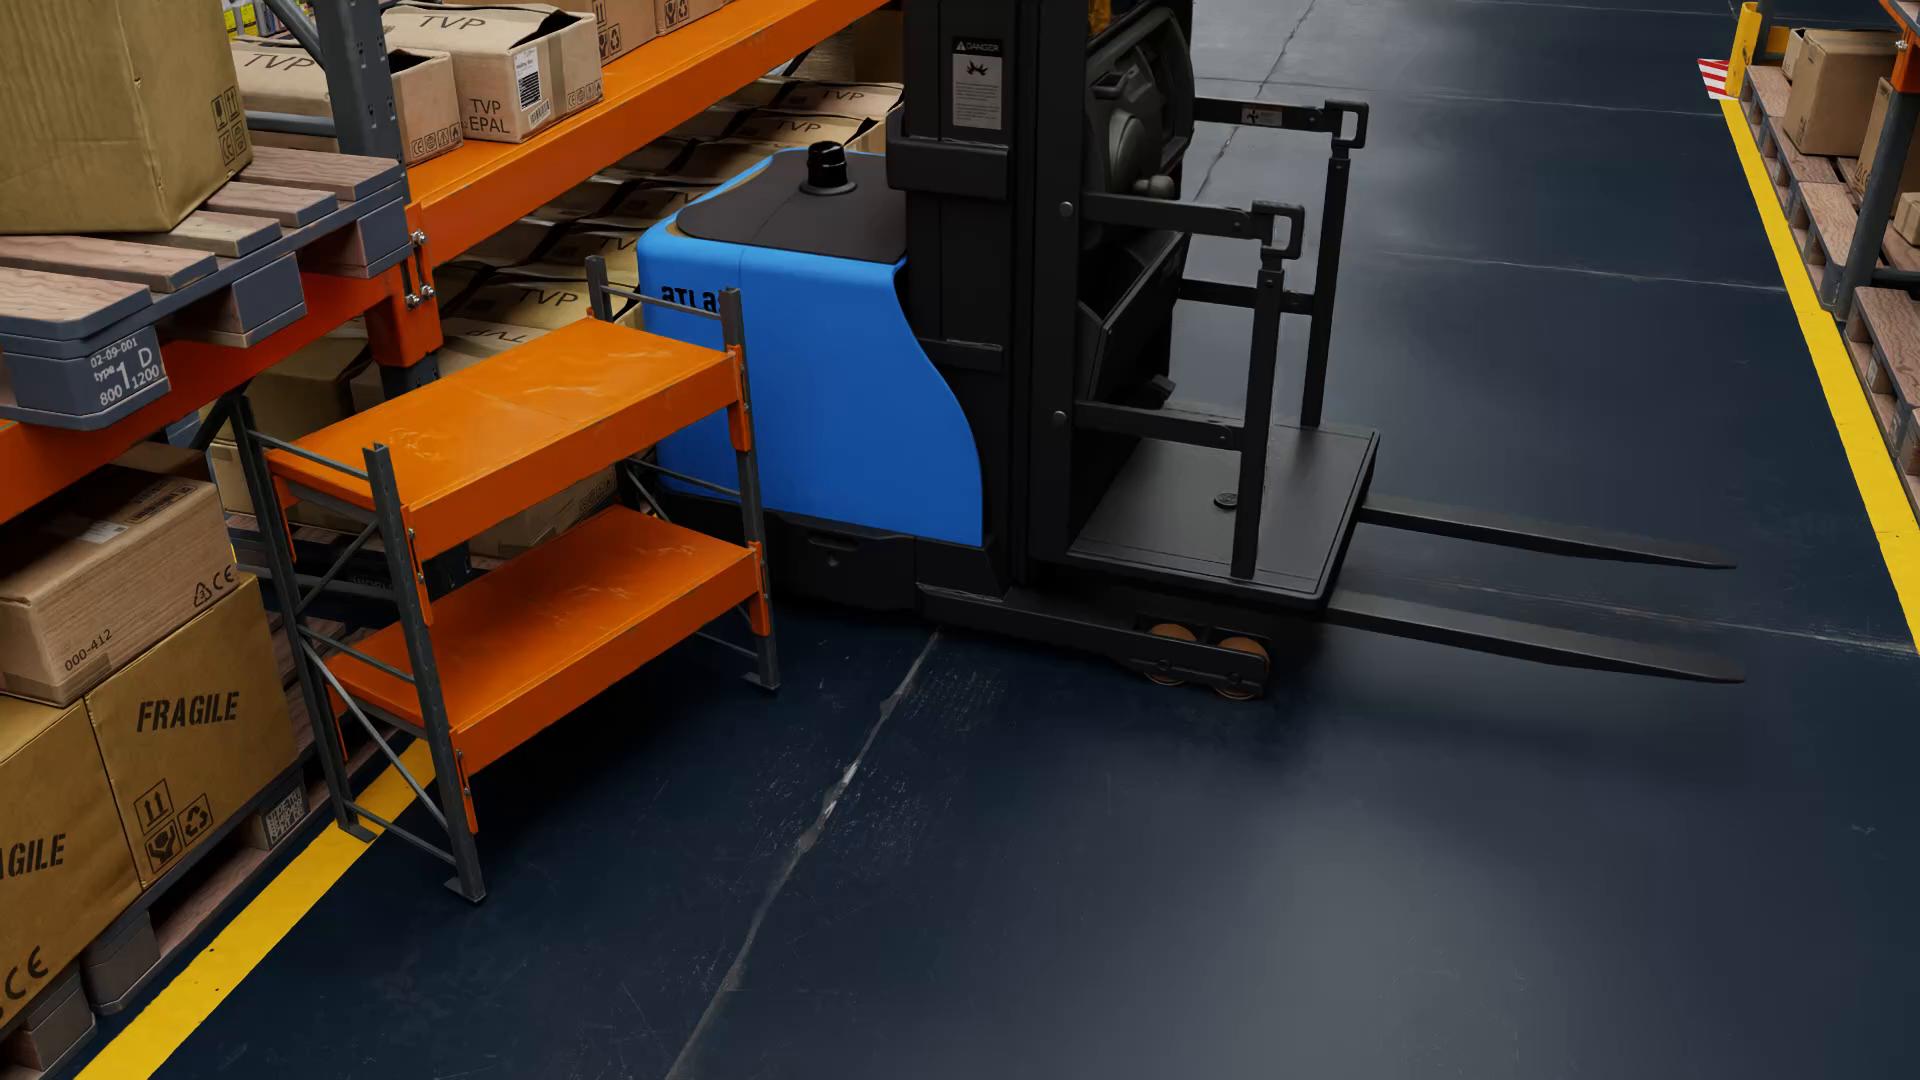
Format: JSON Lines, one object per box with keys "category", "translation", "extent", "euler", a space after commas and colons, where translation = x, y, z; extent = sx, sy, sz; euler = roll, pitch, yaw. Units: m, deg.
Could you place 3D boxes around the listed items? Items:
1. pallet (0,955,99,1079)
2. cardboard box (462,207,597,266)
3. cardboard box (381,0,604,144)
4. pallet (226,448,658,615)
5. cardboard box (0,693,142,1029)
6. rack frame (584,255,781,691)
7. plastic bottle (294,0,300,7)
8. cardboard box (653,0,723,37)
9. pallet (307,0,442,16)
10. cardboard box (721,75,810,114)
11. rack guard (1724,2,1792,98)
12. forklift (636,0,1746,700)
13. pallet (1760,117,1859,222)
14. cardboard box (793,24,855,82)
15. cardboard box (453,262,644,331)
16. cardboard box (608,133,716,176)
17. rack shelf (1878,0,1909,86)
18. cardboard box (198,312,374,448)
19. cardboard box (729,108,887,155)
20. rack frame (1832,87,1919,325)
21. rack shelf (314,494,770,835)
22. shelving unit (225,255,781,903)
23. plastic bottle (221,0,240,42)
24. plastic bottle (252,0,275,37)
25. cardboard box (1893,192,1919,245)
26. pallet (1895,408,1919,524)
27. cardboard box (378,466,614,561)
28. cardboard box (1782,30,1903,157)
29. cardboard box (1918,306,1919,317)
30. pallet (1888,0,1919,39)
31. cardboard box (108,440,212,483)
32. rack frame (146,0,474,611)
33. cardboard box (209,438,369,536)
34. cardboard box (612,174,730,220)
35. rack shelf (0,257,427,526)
{"category": "pallet", "translation": [-2.420, 1.121, 3.018], "extent": [1.003, 0.211, 1.213], "euler": [8, 30, 15]}
{"category": "cardboard box", "translation": [-1.589, -0.987, 5.758], "extent": [0.500, 0.311, 0.500], "euler": [8, 30, 15]}
{"category": "cardboard box", "translation": [-1.357, -1.354, 4.689], "extent": [0.500, 0.311, 0.500], "euler": [8, 30, 14]}
{"category": "pallet", "translation": [-1.526, -0.163, 5.326], "extent": [1.003, 0.211, 1.213], "euler": [8, 30, 15]}
{"category": "cardboard box", "translation": [-2.007, 0.604, 3.197], "extent": [0.500, 0.500, 0.500], "euler": [7, 30, 13]}
{"category": "rack frame", "translation": [-0.716, -0.158, 4.335], "extent": [0.500, 1.125, 0.032], "euler": [17, 34, 31]}
{"category": "plastic bottle", "translation": [-4.328, -3.463, 10.732], "extent": [0.061, 0.283, 0.133], "euler": [9, 30, 16]}
{"category": "cardboard box", "translation": [-1.173, -2.075, 5.792], "extent": [0.500, 0.500, 0.500], "euler": [9, 30, 15]}
{"category": "pallet", "translation": [-4.412, -3.794, 11.852], "extent": [1.003, 0.211, 1.213], "euler": [8, 30, 15]}
{"category": "cardboard box", "translation": [-0.990, -1.934, 7.461], "extent": [0.500, 0.311, 0.500], "euler": [9, 30, 15]}
{"category": "rack guard", "translation": [5.258, -2.890, 9.930], "extent": [1.175, 0.500, 0.348], "euler": [8, 30, 15]}
{"category": "forklift", "translation": [0.663, -1.143, 4.290], "extent": [3.031, 2.935, 1.130], "euler": [10, 31, 18]}
{"category": "pallet", "translation": [4.625, -1.826, 8.315], "extent": [1.003, 0.211, 1.213], "euler": [8, 30, 15]}
{"category": "cardboard box", "translation": [-0.546, -2.651, 8.554], "extent": [0.500, 0.500, 0.500], "euler": [8, 30, 15]}
{"category": "cardboard box", "translation": [-1.224, -0.678, 5.204], "extent": [0.500, 0.311, 0.500], "euler": [8, 30, 14]}
{"category": "cardboard box", "translation": [-1.293, -1.461, 6.611], "extent": [0.500, 0.311, 0.500], "euler": [8, 30, 13]}
{"category": "rack shelf", "translation": [4.693, -2.773, 7.890], "extent": [1.077, 0.370, 4.000], "euler": [8, 30, 15]}
{"category": "cardboard box", "translation": [-1.887, -0.510, 4.901], "extent": [0.500, 0.311, 0.500], "euler": [9, 30, 16]}
{"category": "cardboard box", "translation": [-0.622, -1.619, 6.894], "extent": [0.500, 0.311, 0.500], "euler": [9, 30, 16]}
{"category": "rack frame", "translation": [4.106, -2.158, 6.044], "extent": [1.000, 3.000, 0.127], "euler": [8, 30, 15]}
{"category": "rack shelf", "translation": [-1.001, 0.263, 4.091], "extent": [0.538, 0.278, 1.000], "euler": [17, 34, 31]}
{"category": "shelving unit", "translation": [-1.009, 0.048, 3.975], "extent": [0.538, 1.125, 1.048], "euler": [17, 34, 31]}
{"category": "plastic bottle", "translation": [-4.551, -3.208, 10.203], "extent": [0.144, 0.351, 0.185], "euler": [8, 30, 14]}
{"category": "plastic bottle", "translation": [-4.452, -3.339, 10.516], "extent": [0.152, 0.276, 0.135], "euler": [8, 30, 13]}
{"category": "cardboard box", "translation": [4.234, -1.365, 7.081], "extent": [0.380, 0.166, 0.250], "euler": [5, 29, 8]}
{"category": "pallet", "translation": [3.522, -0.009, 5.049], "extent": [1.003, 0.211, 1.213], "euler": [8, 30, 15]}
{"category": "cardboard box", "translation": [-1.370, -0.188, 4.899], "extent": [0.500, 0.250, 0.500], "euler": [8, 30, 15]}
{"category": "cardboard box", "translation": [4.560, -2.210, 8.255], "extent": [0.700, 0.500, 0.500], "euler": [7, 30, 12]}
{"category": "cardboard box", "translation": [3.906, -0.914, 5.926], "extent": [0.700, 0.500, 0.500], "euler": [10, 30, 17]}
{"category": "pallet", "translation": [3.742, -1.740, 5.490], "extent": [1.003, 0.211, 1.213], "euler": [8, 30, 15]}
{"category": "cardboard box", "translation": [-2.212, 0.066, 4.164], "extent": [0.500, 0.500, 0.500], "euler": [10, 31, 17]}
{"category": "rack frame", "translation": [-1.805, -1.005, 3.970], "extent": [1.000, 3.000, 0.127], "euler": [8, 30, 15]}
{"category": "cardboard box", "translation": [-1.884, -0.266, 5.039], "extent": [0.500, 0.250, 0.500], "euler": [9, 30, 16]}
{"category": "cardboard box", "translation": [-0.922, -1.154, 6.059], "extent": [0.500, 0.311, 0.500], "euler": [8, 30, 14]}
{"category": "rack shelf", "translation": [-2.392, 0.239, 2.474], "extent": [1.077, 0.370, 4.000], "euler": [8, 30, 15]}
